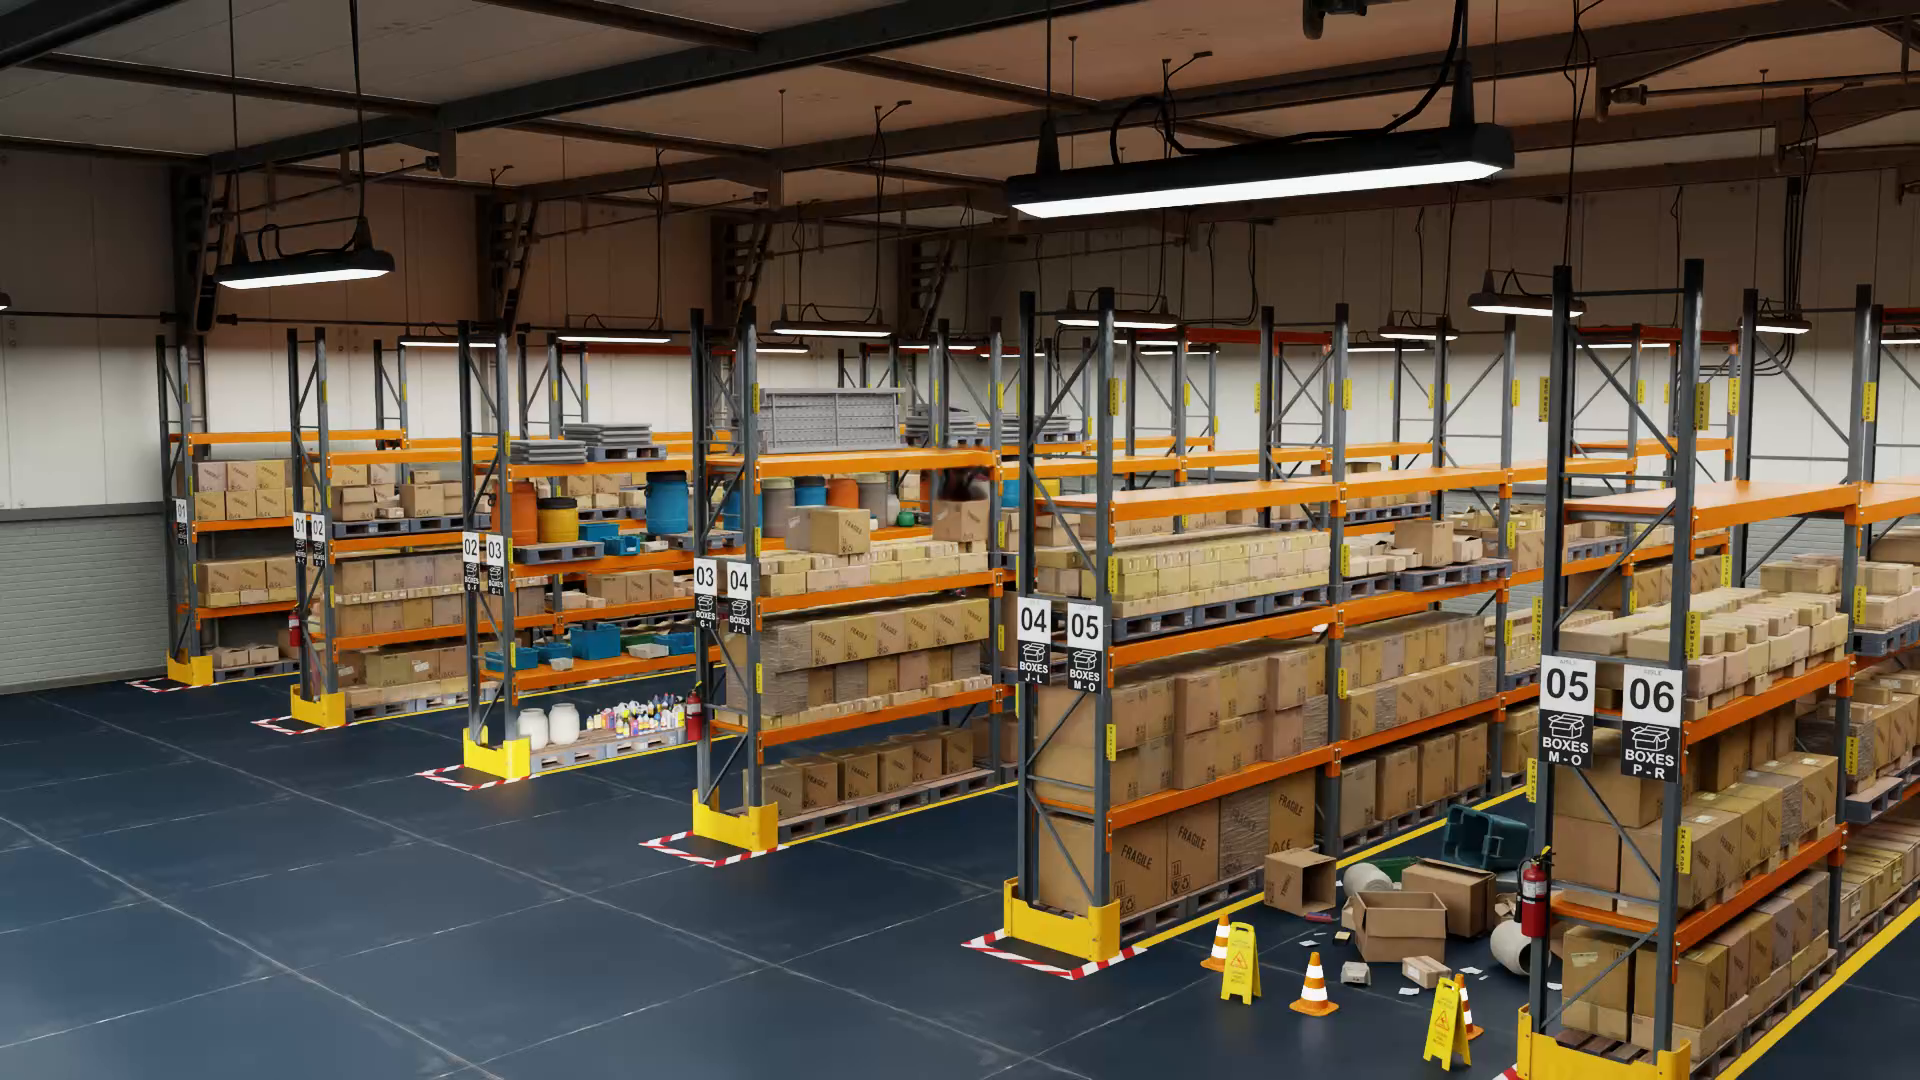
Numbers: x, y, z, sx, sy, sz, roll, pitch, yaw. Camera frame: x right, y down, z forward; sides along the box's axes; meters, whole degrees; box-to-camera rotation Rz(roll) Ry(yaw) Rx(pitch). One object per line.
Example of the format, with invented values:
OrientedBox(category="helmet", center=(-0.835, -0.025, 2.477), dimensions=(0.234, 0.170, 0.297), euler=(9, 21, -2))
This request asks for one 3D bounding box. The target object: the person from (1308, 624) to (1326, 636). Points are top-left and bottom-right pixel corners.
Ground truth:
OrientedBox(category="person", center=(5.125, 2.067, 23.925), dimensions=(0.567, 1.728, 1.066), euler=(5, 7, 40))

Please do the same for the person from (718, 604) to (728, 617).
OrientedBox(category="person", center=(-4.665, 1.133, 33.943), dimensions=(0.695, 1.780, 0.822), euler=(5, 7, 44))

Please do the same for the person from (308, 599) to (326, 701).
OrientedBox(category="person", center=(-10.439, 1.799, 27.062), dimensions=(0.505, 1.672, 0.427), euler=(-2, 6, -17))
